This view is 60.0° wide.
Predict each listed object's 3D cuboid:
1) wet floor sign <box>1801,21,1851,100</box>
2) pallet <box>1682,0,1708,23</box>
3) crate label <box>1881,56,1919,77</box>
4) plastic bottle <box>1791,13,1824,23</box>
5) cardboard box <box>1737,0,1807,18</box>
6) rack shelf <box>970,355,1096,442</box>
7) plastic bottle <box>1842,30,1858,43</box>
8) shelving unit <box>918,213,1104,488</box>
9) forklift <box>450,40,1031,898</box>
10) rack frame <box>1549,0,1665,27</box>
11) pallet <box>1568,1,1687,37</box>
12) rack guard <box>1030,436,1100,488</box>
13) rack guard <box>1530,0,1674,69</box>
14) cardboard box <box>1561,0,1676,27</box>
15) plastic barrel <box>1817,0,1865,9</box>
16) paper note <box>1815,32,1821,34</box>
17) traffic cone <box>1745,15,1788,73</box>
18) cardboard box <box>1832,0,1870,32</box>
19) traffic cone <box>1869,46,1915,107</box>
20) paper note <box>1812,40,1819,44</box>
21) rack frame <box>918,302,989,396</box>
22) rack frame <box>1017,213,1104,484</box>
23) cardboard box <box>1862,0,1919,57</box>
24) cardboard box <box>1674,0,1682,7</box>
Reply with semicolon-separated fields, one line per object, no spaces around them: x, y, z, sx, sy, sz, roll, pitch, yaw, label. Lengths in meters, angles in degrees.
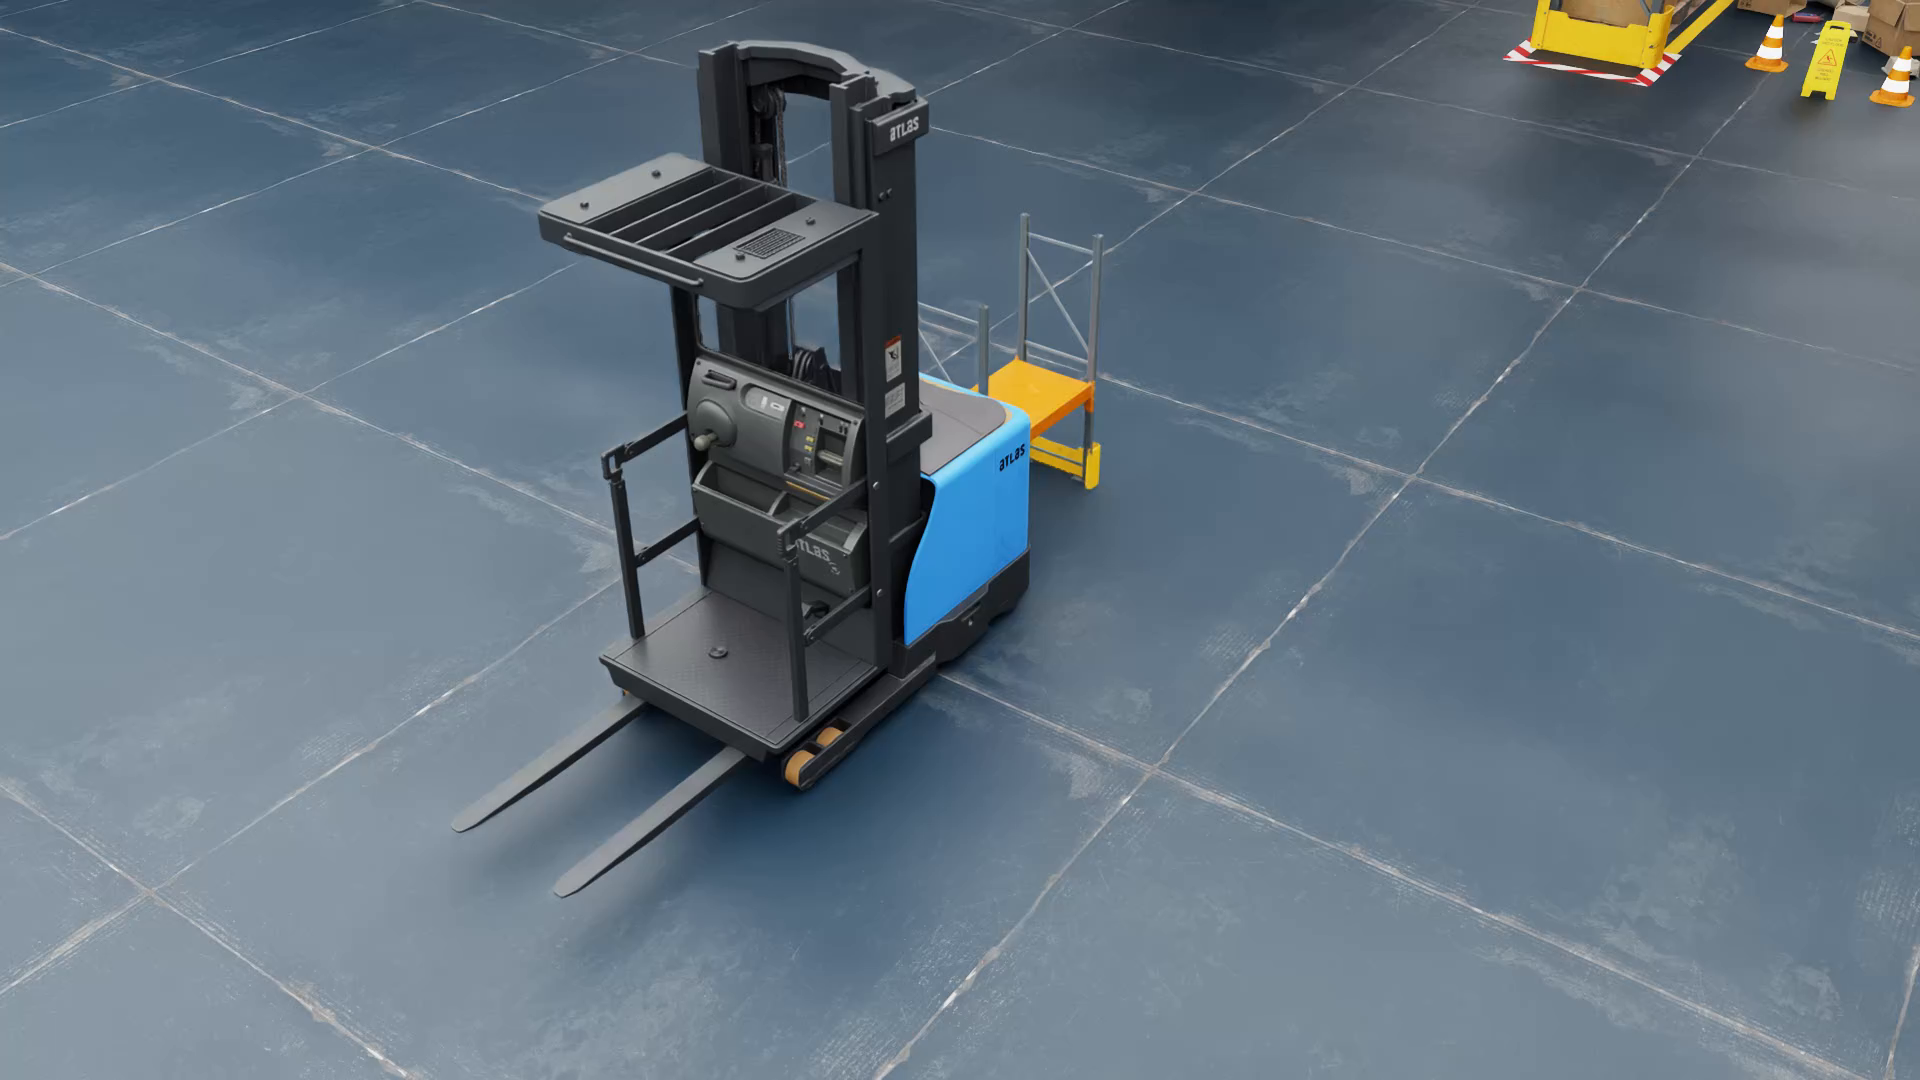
7.630;-4.235;14.612;0.267;0.644;0.232;14;37;20;wet floor sign
7.107;-5.653;17.097;1.003;0.211;1.213;21;39;28;pallet
8.621;-4.325;15.200;0.250;0.136;0.298;3;34;4;crate label
8.443;-5.197;16.556;0.283;0.061;0.133;8;35;12;plastic bottle
8.258;-5.620;16.788;0.500;0.500;0.500;29;44;36;cardboard box
0.229;-0.644;8.860;0.538;0.185;1.000;22;40;29;rack shelf
8.595;-4.889;16.100;0.133;0.061;0.283;8;35;12;plastic bottle
0.235;-0.797;8.765;0.587;1.500;1.083;22;40;29;shelving unit
-0.923;-0.433;6.949;1.130;2.935;3.031;22;40;29;forklift
6.019;-5.856;14.908;1.000;3.000;0.127;21;39;28;rack frame
6.411;-5.094;16.270;1.003;0.211;1.213;21;39;28;pallet
0.529;-0.504;9.448;0.587;0.250;0.087;22;40;29;rack guard
6.006;-4.810;15.592;1.175;0.500;0.348;21;39;28;rack guard
6.352;-5.483;15.878;0.875;0.875;0.875;21;40;28;cardboard box
8.914;-5.618;16.855;0.421;0.421;0.512;-9;35;-13;plastic barrel
8.400;-4.948;16.233;0.123;0.001;0.032;-15;37;-21;paper note
7.489;-4.596;15.309;0.336;0.463;0.334;21;39;28;traffic cone
8.833;-5.185;16.356;0.396;0.266;0.258;29;44;36;cardboard box
8.223;-4.079;14.544;0.336;0.463;0.334;21;39;28;traffic cone
8.285;-4.786;15.977;0.142;0.017;0.144;-22;40;-29;paper note
-0.071;-0.563;8.419;0.500;1.500;0.032;22;40;29;rack frame
0.529;-1.023;9.099;0.500;1.500;0.032;22;40;29;rack frame
9.065;-4.905;15.729;0.797;0.503;0.637;-3;34;-4;cardboard box
6.852;-5.889;16.478;0.875;0.875;0.875;21;39;27;cardboard box
